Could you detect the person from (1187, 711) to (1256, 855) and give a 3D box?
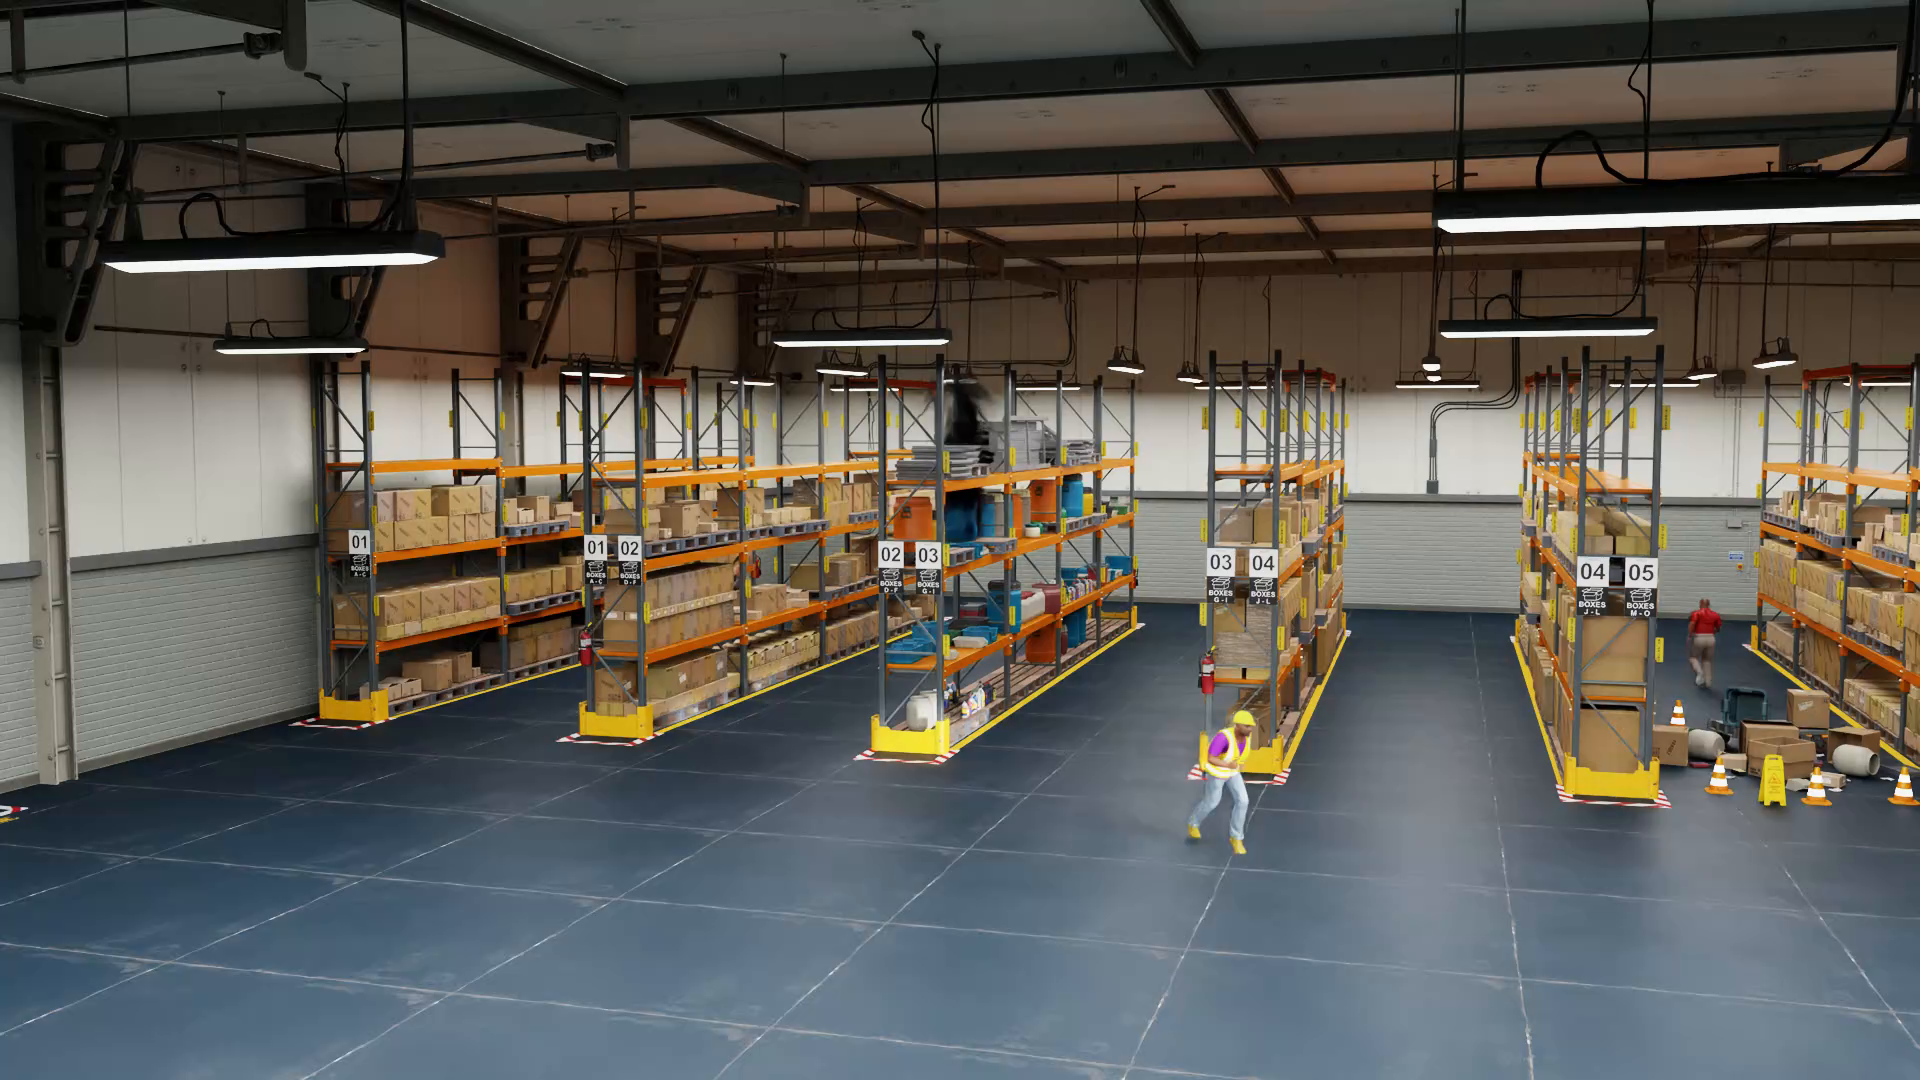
[{"bbox_3d":[3.075,2.805,19.511,0.747,1.713,1.040,-3,5,-36],"label":"person"}]

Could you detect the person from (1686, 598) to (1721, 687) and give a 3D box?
[{"bbox_3d":[13.987,1.920,31.355,0.646,1.679,0.671,0,4,4],"label":"person"}]

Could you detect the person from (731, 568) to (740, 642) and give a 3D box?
[{"bbox_3d":[-5.135,1.464,37.795,0.668,1.686,0.584,0,4,7],"label":"person"}]
